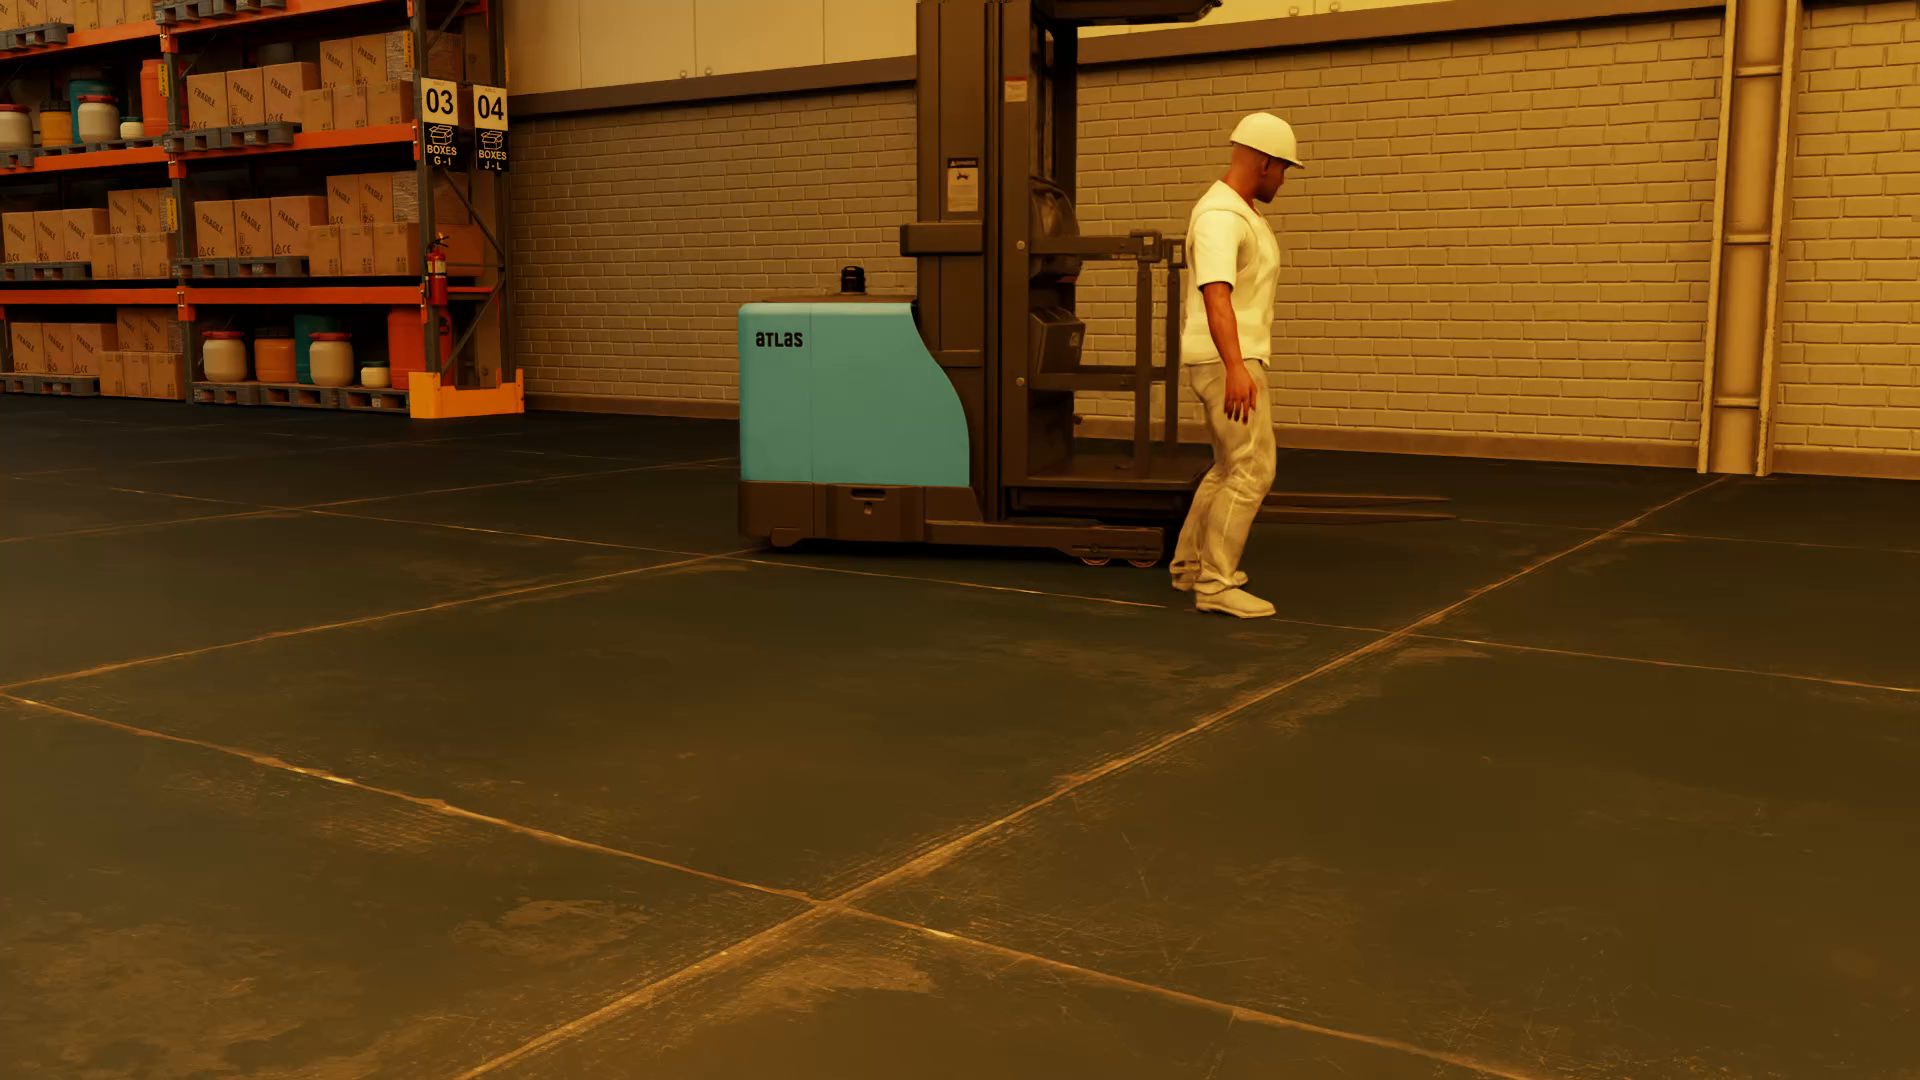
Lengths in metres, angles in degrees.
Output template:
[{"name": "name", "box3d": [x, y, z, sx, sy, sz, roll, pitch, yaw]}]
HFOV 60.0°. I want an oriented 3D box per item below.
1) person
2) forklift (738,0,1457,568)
[{"name": "person", "box3d": [0.970, -0.625, 5.894, 0.459, 1.726, 0.890, 2, 8, 11]}, {"name": "forklift", "box3d": [0.603, -1.418, 7.167, 3.031, 2.935, 1.130, 2, 8, 14]}]
